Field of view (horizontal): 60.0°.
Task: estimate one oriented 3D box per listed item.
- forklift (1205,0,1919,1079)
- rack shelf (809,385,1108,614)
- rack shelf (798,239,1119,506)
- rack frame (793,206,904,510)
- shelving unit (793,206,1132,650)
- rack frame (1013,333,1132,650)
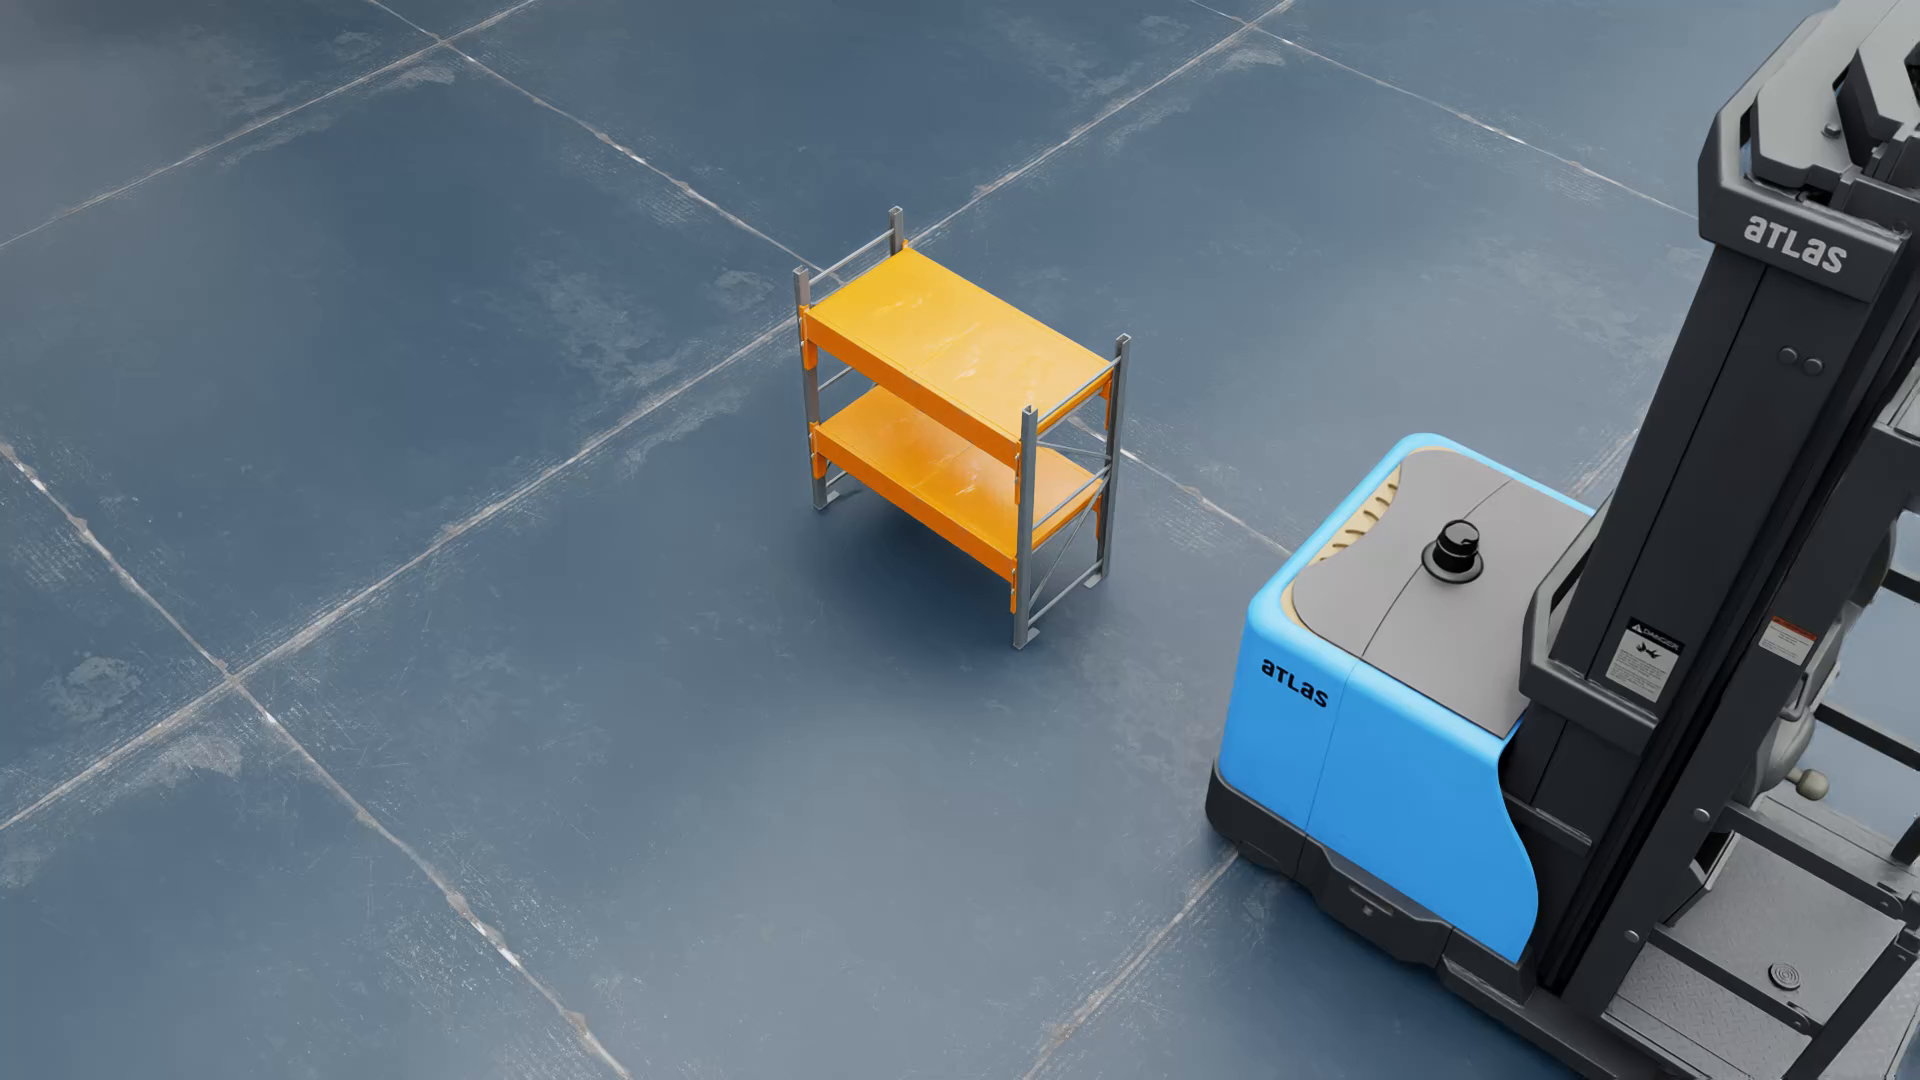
[{"bbox_3d":[2.246,0.331,3.929,3.031,2.935,1.130,31,54,26],"label":"forklift"},{"bbox_3d":[-0.005,-0.221,6.021,1.000,0.278,0.538,34,55,28],"label":"rack shelf"},{"bbox_3d":[-0.005,-0.589,5.630,1.000,0.278,0.538,34,55,28],"label":"rack shelf"},{"bbox_3d":[-0.379,-0.640,6.079,0.032,1.125,0.500,34,55,28],"label":"rack frame"},{"bbox_3d":[-0.005,-0.388,5.843,1.048,1.125,0.538,34,55,28],"label":"shelving unit"},{"bbox_3d":[0.369,-0.137,5.607,0.032,1.125,0.500,34,55,28],"label":"rack frame"}]
